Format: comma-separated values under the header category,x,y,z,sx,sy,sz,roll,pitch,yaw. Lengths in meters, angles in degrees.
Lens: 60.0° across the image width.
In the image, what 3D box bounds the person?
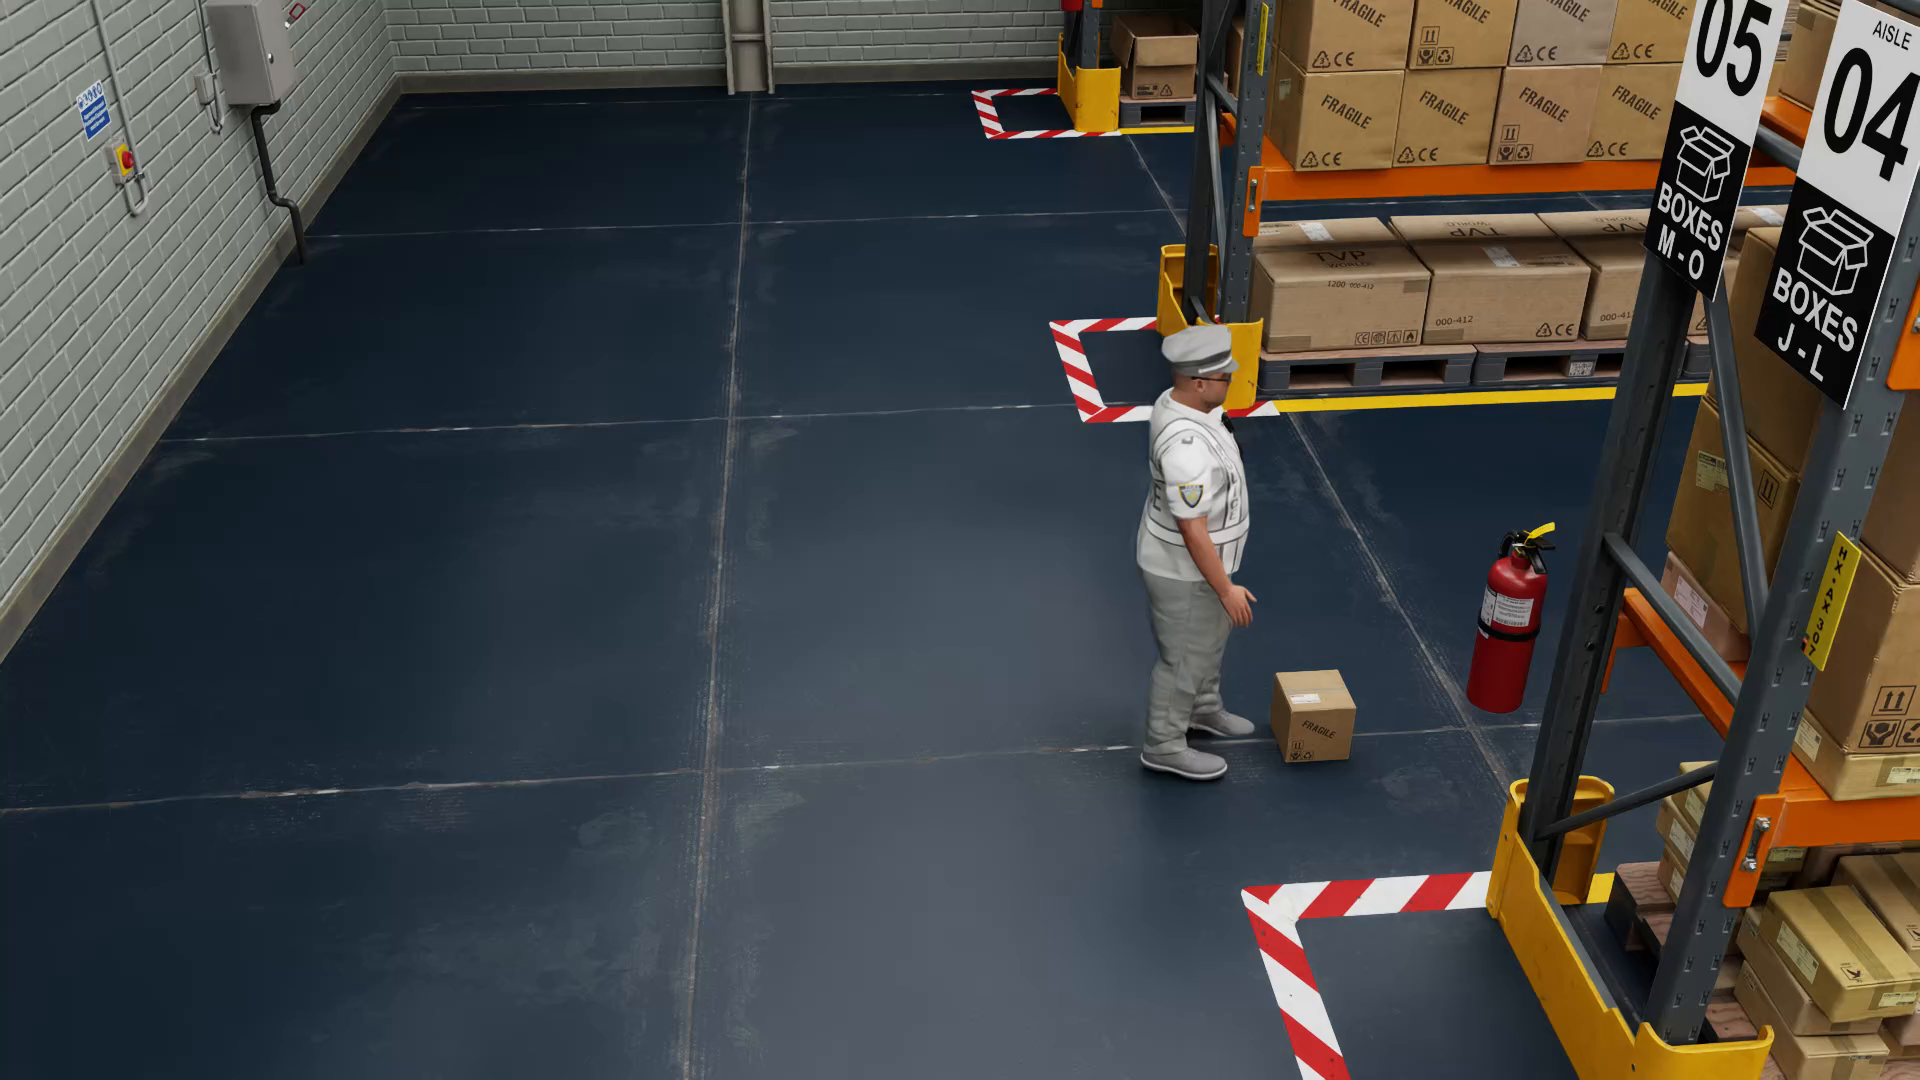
category,x,y,z,sx,sy,sz,roll,pitch,yaw
person,0.889,0.087,5.984,0.514,1.804,0.577,4,31,7
